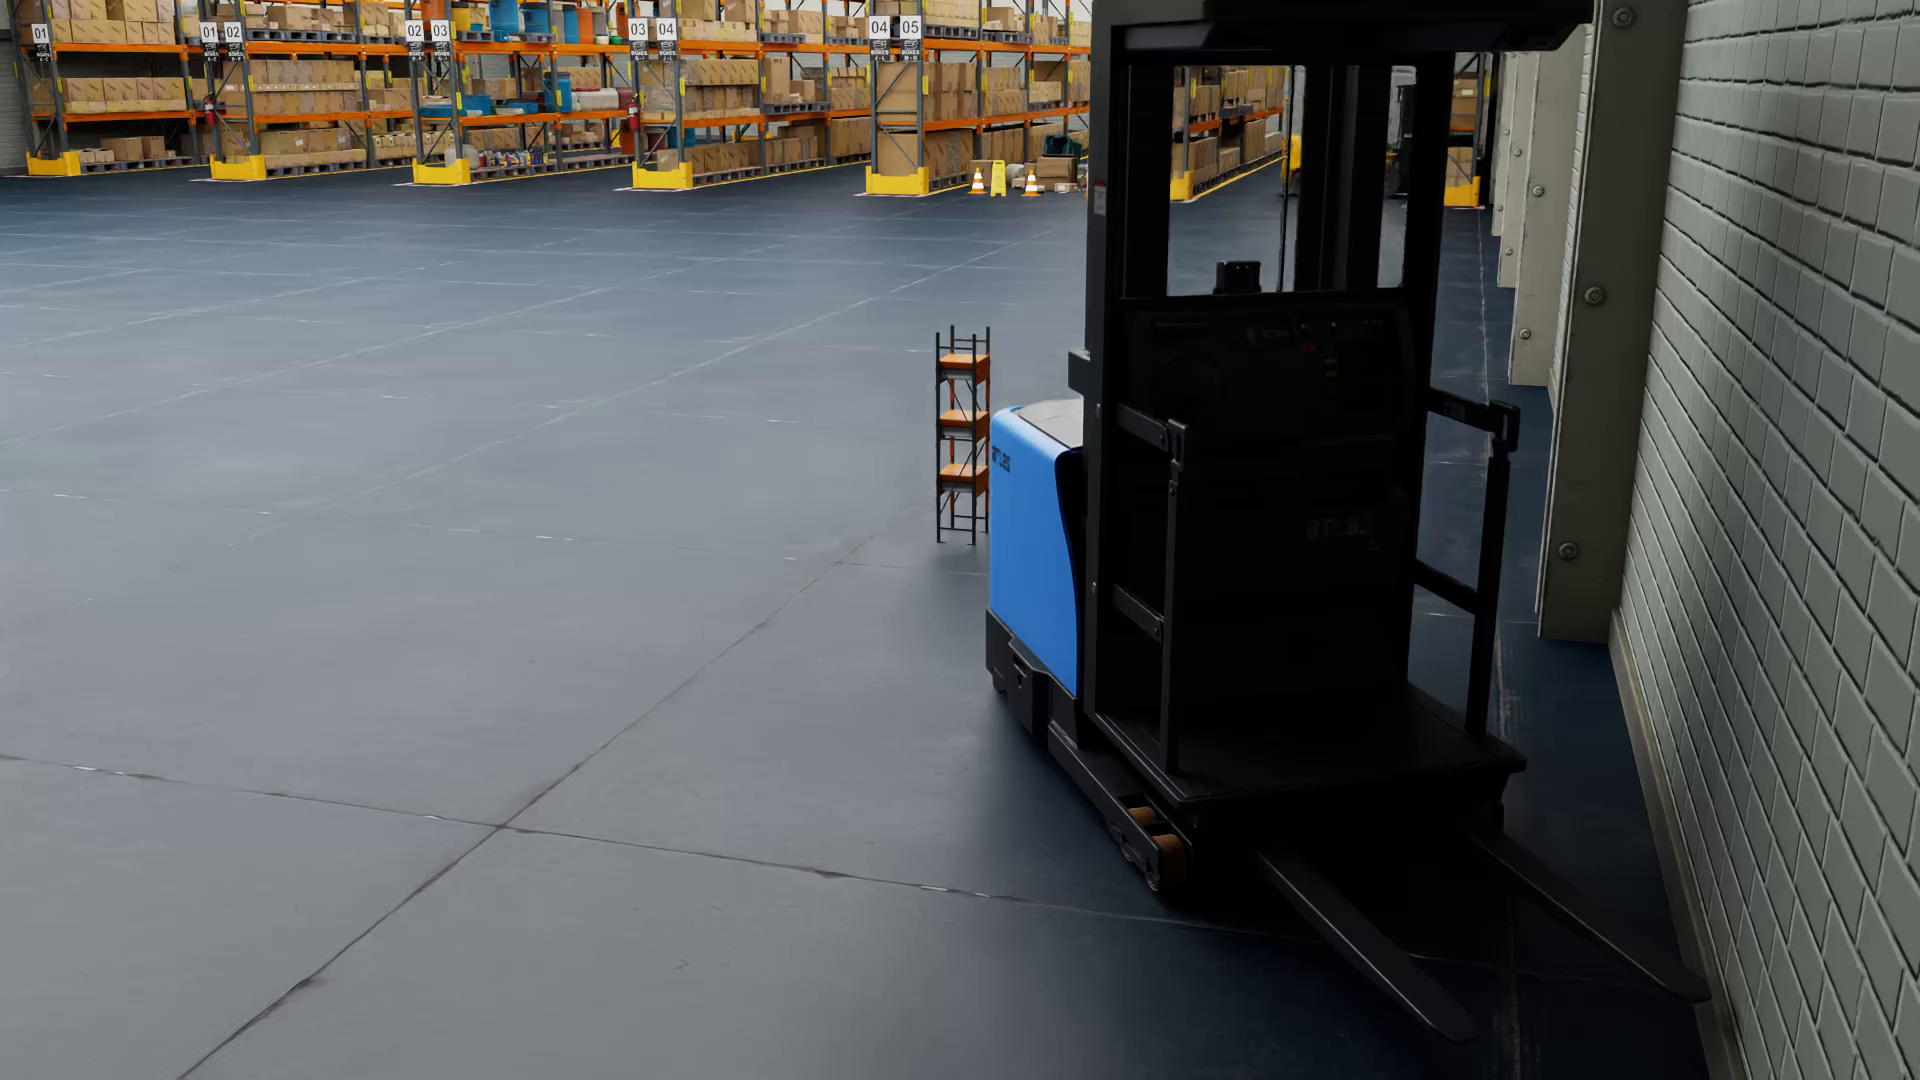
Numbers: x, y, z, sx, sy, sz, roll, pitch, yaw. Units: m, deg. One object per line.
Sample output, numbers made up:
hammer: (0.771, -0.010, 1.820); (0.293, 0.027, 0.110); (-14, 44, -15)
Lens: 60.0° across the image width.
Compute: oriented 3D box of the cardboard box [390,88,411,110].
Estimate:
cardboard box: (-13.733, -10.729, 40.475); (0.500, 0.500, 0.500); (5, 16, 16)

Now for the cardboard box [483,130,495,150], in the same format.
cardboard box: (-12.576, -10.502, 43.633); (0.500, 0.500, 0.500); (4, 16, 14)

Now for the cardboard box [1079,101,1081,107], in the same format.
cardboard box: (2.960, -11.401, 43.489); (0.380, 0.149, 0.250); (5, 17, 18)

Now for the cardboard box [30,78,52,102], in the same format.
cardboard box: (-20.216, -9.987, 36.906); (0.500, 0.500, 0.500); (4, 16, 15)

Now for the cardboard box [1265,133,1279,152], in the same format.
cardboard box: (7.806, -10.363, 43.294); (0.875, 0.438, 0.875); (5, 17, 17)

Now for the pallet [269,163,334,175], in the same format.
pallet: (-14.870, -8.346, 37.366); (1.003, 0.211, 1.213); (5, 16, 16)

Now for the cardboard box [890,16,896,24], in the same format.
cardboard box: (-1.403, -9.671, 30.939); (0.380, 0.149, 0.250); (5, 16, 16)

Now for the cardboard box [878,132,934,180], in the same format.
cardboard box: (-1.043, -7.348, 31.862); (0.875, 0.875, 0.875); (5, 17, 16)

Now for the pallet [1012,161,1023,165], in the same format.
pallet: (0.805, -8.537, 38.039); (1.003, 0.211, 1.213); (5, 16, 16)

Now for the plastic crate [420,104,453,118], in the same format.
plastic crate: (-10.792, -8.863, 34.353); (0.499, 0.251, 0.616); (5, 16, 16)

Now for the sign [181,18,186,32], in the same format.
sign: (-18.487, -12.247, 39.566); (0.100, 0.325, 0.005); (5, 16, 16)

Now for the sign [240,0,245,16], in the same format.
sign: (-14.865, -11.023, 34.451); (0.100, 0.325, 0.005); (5, 16, 16)

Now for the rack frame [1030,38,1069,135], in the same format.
rack frame: (2.238, -11.125, 42.055); (1.000, 3.000, 0.127); (5, 16, 16)

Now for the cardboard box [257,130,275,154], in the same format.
cardboard box: (-15.259, -8.832, 36.865); (0.500, 0.500, 0.500); (5, 16, 16)

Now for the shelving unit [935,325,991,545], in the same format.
shelving unit: (0.015, -0.519, 8.235); (0.215, 1.050, 0.252); (5, 16, 16)

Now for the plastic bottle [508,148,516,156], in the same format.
plastic bottle: (-10.000, -8.574, 37.110); (0.144, 0.351, 0.185); (5, 16, 16)

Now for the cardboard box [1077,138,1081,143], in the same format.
cardboard box: (2.981, -10.510, 43.796); (0.380, 0.149, 0.250); (4, 16, 15)

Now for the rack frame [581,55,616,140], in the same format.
rack frame: (-10.849, -13.352, 49.905); (1.000, 3.000, 0.127); (5, 16, 16)

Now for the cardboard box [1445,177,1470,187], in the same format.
cardboard box: (8.690, -6.237, 29.090); (0.500, 0.250, 0.500); (5, 16, 16)

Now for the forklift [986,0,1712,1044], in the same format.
forklift: (0.992, -0.519, 4.787); (1.130, 2.935, 3.031); (-4, 16, -15)

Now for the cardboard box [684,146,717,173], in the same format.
cardboard box: (-5.372, -7.879, 34.424); (0.500, 0.500, 0.500); (6, 17, 21)

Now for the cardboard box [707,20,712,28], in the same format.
cardboard box: (-5.197, -10.351, 33.373); (0.380, 0.149, 0.250); (4, 16, 13)

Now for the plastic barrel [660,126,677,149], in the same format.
plastic barrel: (-7.610, -10.786, 43.937); (0.600, 0.901, 0.708); (5, 16, 16)

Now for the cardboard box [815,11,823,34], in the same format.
cardboard box: (-3.521, -12.077, 38.815); (0.500, 0.500, 0.500); (5, 17, 17)

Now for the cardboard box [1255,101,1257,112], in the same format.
cardboard box: (6.677, -10.159, 38.925); (0.500, 0.250, 0.500); (5, 16, 16)

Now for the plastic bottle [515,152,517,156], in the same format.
plastic bottle: (-9.716, -8.372, 36.522); (0.061, 0.283, 0.133); (5, 16, 16)

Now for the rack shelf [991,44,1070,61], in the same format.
rack shelf: (1.670, -11.699, 39.899); (1.077, 0.370, 4.000); (5, 16, 16)

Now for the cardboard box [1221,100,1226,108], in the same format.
cardboard box: (5.199, -8.876, 33.816); (0.380, 0.149, 0.250); (5, 17, 17)

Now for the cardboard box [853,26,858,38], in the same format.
cardboard box: (-2.887, -12.858, 42.062); (0.500, 0.311, 0.500); (4, 16, 14)

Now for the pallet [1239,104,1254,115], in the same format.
pallet: (5.776, -9.434, 36.445); (1.213, 0.211, 1.003); (5, 16, 16)

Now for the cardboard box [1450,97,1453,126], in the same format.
cardboard box: (8.896, -7.538, 29.226); (0.500, 0.500, 0.500); (5, 17, 18)

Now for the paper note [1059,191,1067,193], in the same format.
paper note: (1.963, -6.601, 31.547); (0.148, 0.019, 0.142); (-1, 16, -3)

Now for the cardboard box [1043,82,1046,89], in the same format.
cardboard box: (1.865, -10.961, 40.076); (0.380, 0.149, 0.250); (4, 16, 15)

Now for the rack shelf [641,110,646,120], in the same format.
rack shelf: (-7.806, -11.051, 43.111); (1.077, 0.370, 4.000); (5, 16, 16)

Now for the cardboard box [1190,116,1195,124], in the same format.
cardboard box: (4.109, -7.710, 30.476); (0.380, 0.149, 0.250); (4, 16, 14)

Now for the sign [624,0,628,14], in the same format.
sign: (-6.425, -10.314, 32.075); (0.100, 0.325, 0.005); (5, 16, 16)

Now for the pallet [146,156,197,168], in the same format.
pallet: (-19.167, -9.075, 39.939); (1.003, 0.211, 1.213); (5, 16, 16)

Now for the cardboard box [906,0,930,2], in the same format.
cardboard box: (-0.772, -10.004, 30.652); (0.380, 0.149, 0.250); (5, 17, 16)

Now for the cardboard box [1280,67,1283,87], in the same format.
cardboard box: (8.120, -12.060, 43.334); (0.500, 0.500, 0.500); (5, 16, 16)

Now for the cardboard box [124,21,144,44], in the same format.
cardboard box: (-19.193, -11.666, 38.244); (0.500, 0.500, 0.500); (4, 16, 14)

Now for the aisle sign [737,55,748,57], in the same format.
aisle sign: (-6.365, -14.259, 48.340); (0.394, 0.787, 0.004); (5, 16, 16)

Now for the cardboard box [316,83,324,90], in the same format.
cardboard box: (-14.493, -10.153, 37.254); (0.380, 0.149, 0.250); (5, 17, 17)

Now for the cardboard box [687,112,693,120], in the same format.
cardboard box: (-5.500, -8.396, 32.893); (0.380, 0.149, 0.250); (5, 16, 16)

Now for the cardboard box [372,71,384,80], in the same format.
cardboard box: (-16.624, -13.108, 46.907); (0.500, 0.250, 0.500); (5, 17, 17)

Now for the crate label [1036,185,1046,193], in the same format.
crate label: (1.491, -6.671, 31.598); (0.250, 0.136, 0.298); (-4, 16, -13)

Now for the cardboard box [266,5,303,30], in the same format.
cardboard box: (-14.662, -11.340, 36.105); (0.500, 0.500, 0.500); (5, 16, 16)

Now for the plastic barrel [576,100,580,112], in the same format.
plastic barrel: (-8.988, -10.095, 38.677); (0.301, 0.262, 0.301); (0, 16, 0)

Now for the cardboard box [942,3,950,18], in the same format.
cardboard box: (-0.503, -10.121, 31.795); (0.500, 0.250, 0.500); (4, 16, 15)

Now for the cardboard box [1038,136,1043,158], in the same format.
cardboard box: (1.686, -9.375, 39.696); (0.500, 0.500, 0.500); (5, 17, 17)

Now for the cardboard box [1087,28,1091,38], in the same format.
cardboard box: (3.195, -13.375, 43.849); (0.500, 0.250, 0.500); (5, 17, 17)

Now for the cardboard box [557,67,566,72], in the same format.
cardboard box: (-11.436, -13.071, 46.899); (0.500, 0.500, 0.500); (4, 16, 14)

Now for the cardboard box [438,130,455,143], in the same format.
cardboard box: (-13.035, -10.252, 42.217); (0.500, 0.311, 0.500); (5, 17, 17)

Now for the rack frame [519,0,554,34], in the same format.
rack frame: (-9.511, -12.713, 36.660); (1.000, 3.000, 0.127); (5, 16, 16)
